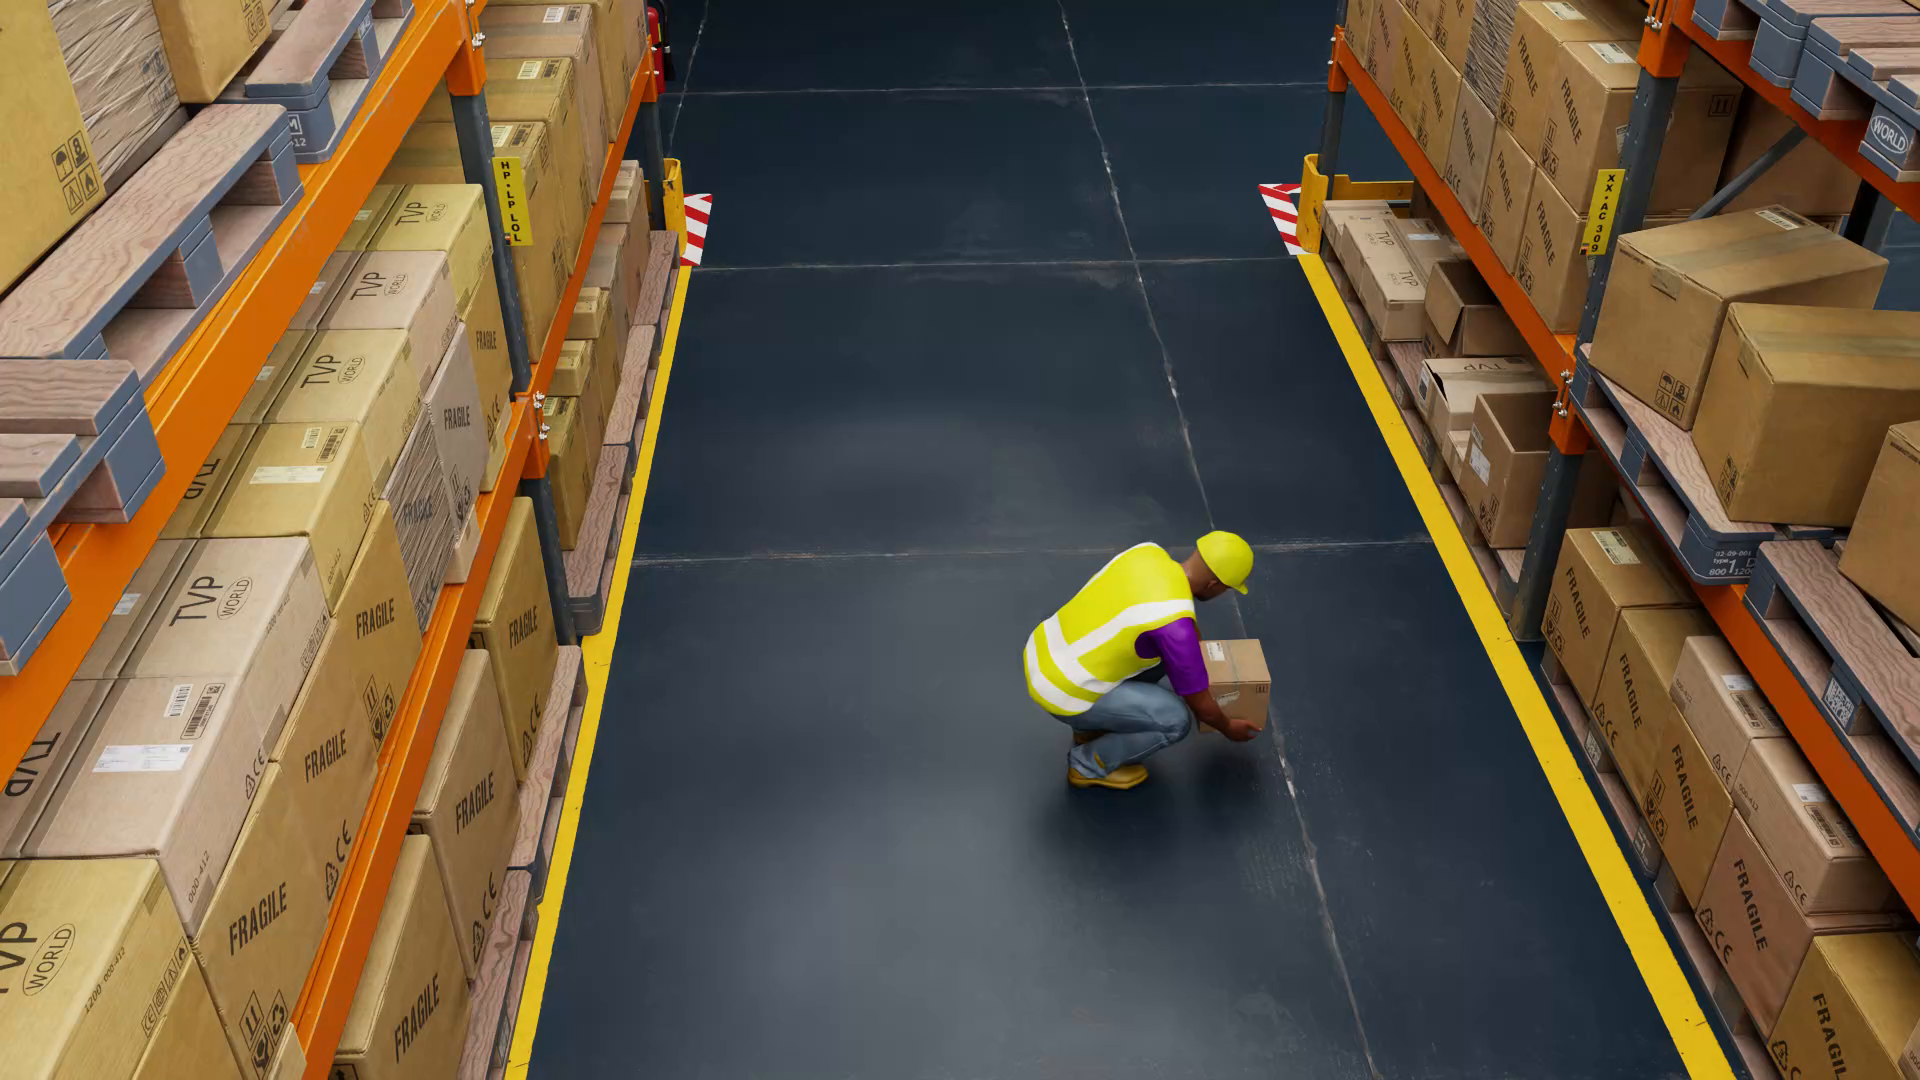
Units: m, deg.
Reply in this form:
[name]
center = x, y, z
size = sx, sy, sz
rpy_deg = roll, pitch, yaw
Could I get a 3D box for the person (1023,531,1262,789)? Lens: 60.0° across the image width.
[person]
center = 0.683, 0.414, 6.211
size = 0.888, 0.996, 0.586
rpy_deg = -1, 35, -2
